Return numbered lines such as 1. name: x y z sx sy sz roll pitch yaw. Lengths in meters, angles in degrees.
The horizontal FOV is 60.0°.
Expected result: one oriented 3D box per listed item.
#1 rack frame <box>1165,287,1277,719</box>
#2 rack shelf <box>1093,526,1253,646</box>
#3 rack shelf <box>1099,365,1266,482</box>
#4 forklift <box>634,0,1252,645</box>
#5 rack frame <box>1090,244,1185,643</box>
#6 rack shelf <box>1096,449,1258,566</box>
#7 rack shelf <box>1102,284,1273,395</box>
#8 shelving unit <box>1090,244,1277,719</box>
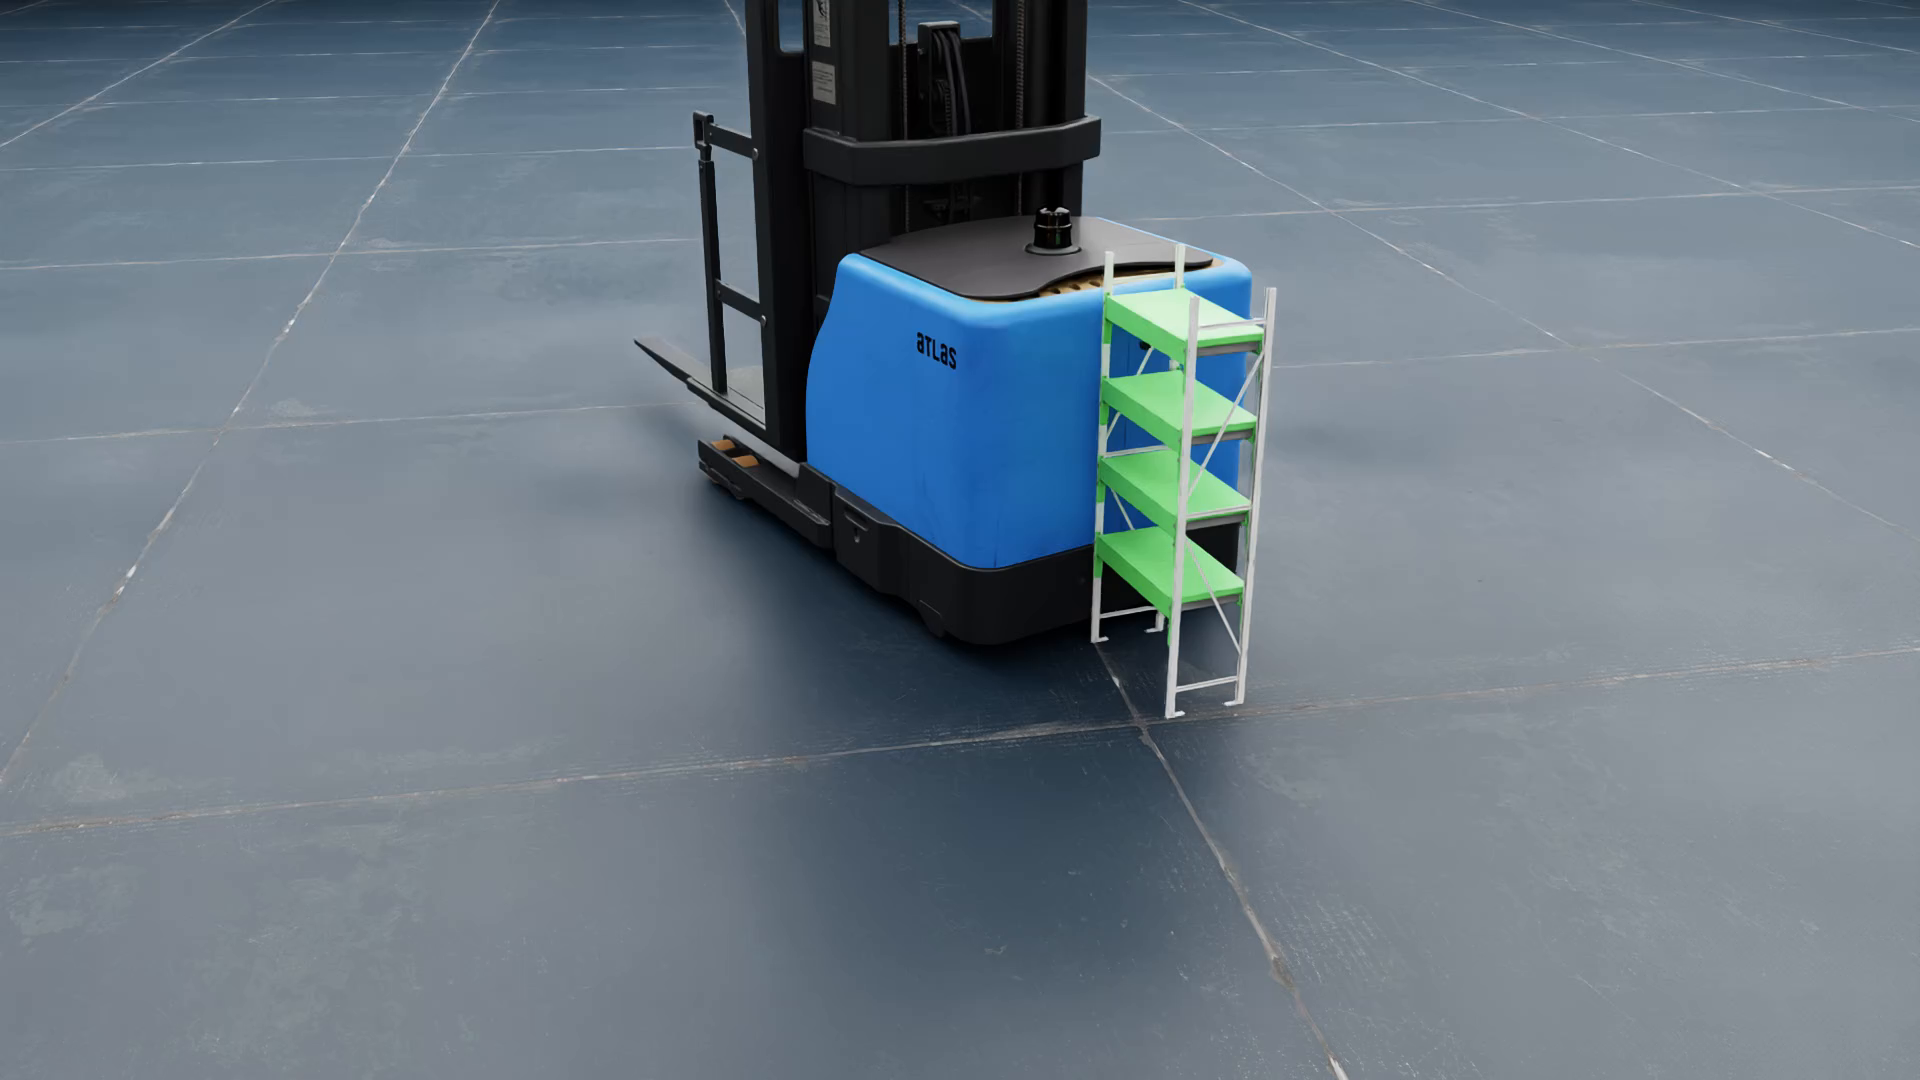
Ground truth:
1. rack frame: 0.686 -0.073 4.418 0.240 1.200 0.015 -9 25 -19
2. rack shelf: 0.598 0.114 4.748 0.258 0.148 0.480 -9 25 -19
3. rack shelf: 0.599 -0.326 4.555 0.258 0.148 0.480 -9 25 -19
4. forklift: -0.321 -1.577 5.699 1.130 2.935 3.031 -14 27 -29
5. rack frame: 0.511 -0.256 4.834 0.240 1.200 0.015 -9 25 -19
6. rack shelf: 0.599 -0.106 4.652 0.258 0.148 0.480 -9 25 -19
7. rack shelf: 0.599 -0.546 4.459 0.258 0.148 0.480 -9 25 -19
8. shelving unit: 0.599 -0.165 4.626 0.258 1.200 0.503 -9 25 -19
